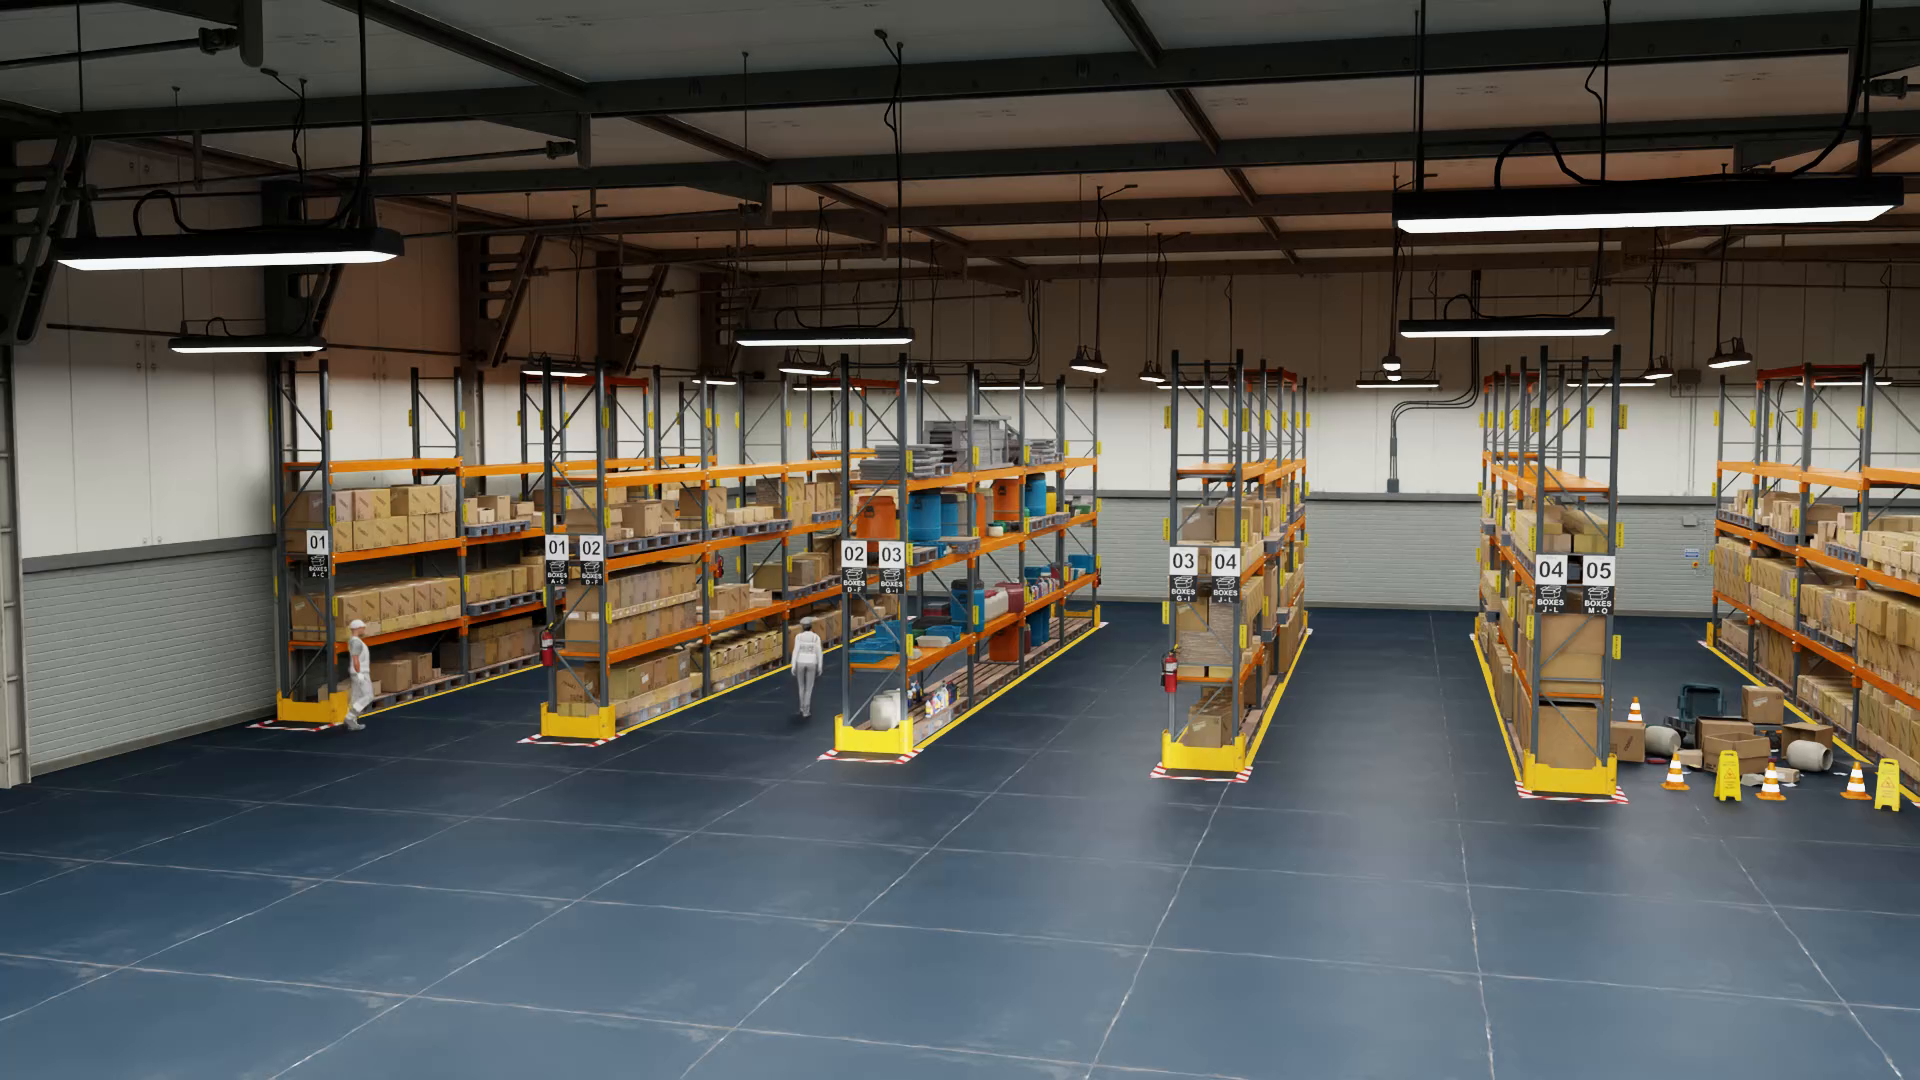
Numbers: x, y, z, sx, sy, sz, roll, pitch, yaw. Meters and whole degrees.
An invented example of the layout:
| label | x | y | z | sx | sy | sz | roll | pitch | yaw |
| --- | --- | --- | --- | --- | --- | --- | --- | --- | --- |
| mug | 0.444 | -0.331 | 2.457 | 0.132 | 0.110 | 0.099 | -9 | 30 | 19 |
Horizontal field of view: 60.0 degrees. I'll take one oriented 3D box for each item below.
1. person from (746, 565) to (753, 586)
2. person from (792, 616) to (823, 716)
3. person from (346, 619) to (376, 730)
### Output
| label | x | y | z | sx | sy | sz | roll | pitch | yaw |
| --- | --- | --- | --- | --- | --- | --- | --- | --- | --- |
| person | -4.694 | 1.372 | 38.798 | 0.656 | 1.684 | 0.712 | 2 | 4 | 24 |
| person | -2.578 | 2.155 | 28.195 | 0.524 | 1.719 | 0.678 | 0 | 4 | 5 |
| person | -9.734 | 2.173 | 26.880 | 0.461 | 1.766 | 0.665 | -2 | 5 | -31 |
